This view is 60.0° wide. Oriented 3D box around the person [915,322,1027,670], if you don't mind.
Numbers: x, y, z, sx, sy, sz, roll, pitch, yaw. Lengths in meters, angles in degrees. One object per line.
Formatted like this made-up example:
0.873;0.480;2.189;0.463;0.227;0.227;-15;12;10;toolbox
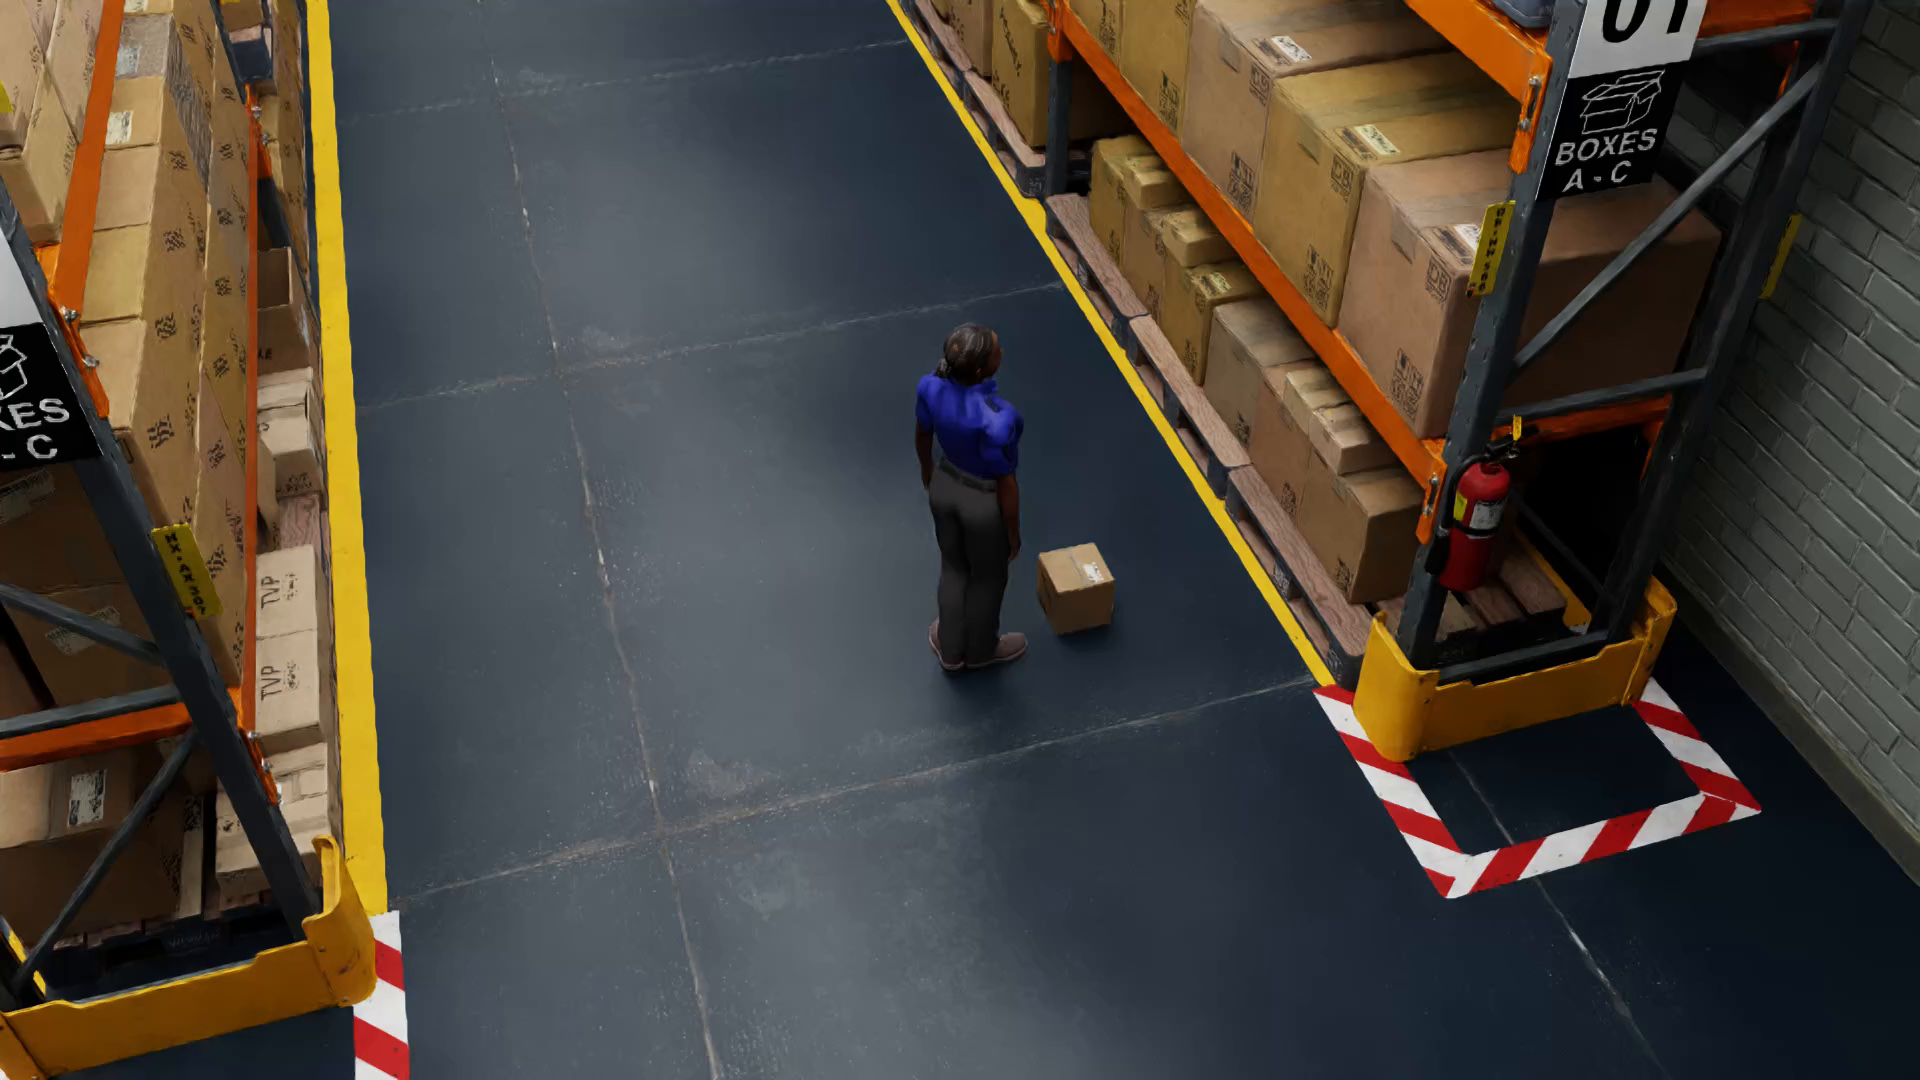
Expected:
0.040;-0.167;6.330;0.537;1.657;0.353;29;50;28;person
